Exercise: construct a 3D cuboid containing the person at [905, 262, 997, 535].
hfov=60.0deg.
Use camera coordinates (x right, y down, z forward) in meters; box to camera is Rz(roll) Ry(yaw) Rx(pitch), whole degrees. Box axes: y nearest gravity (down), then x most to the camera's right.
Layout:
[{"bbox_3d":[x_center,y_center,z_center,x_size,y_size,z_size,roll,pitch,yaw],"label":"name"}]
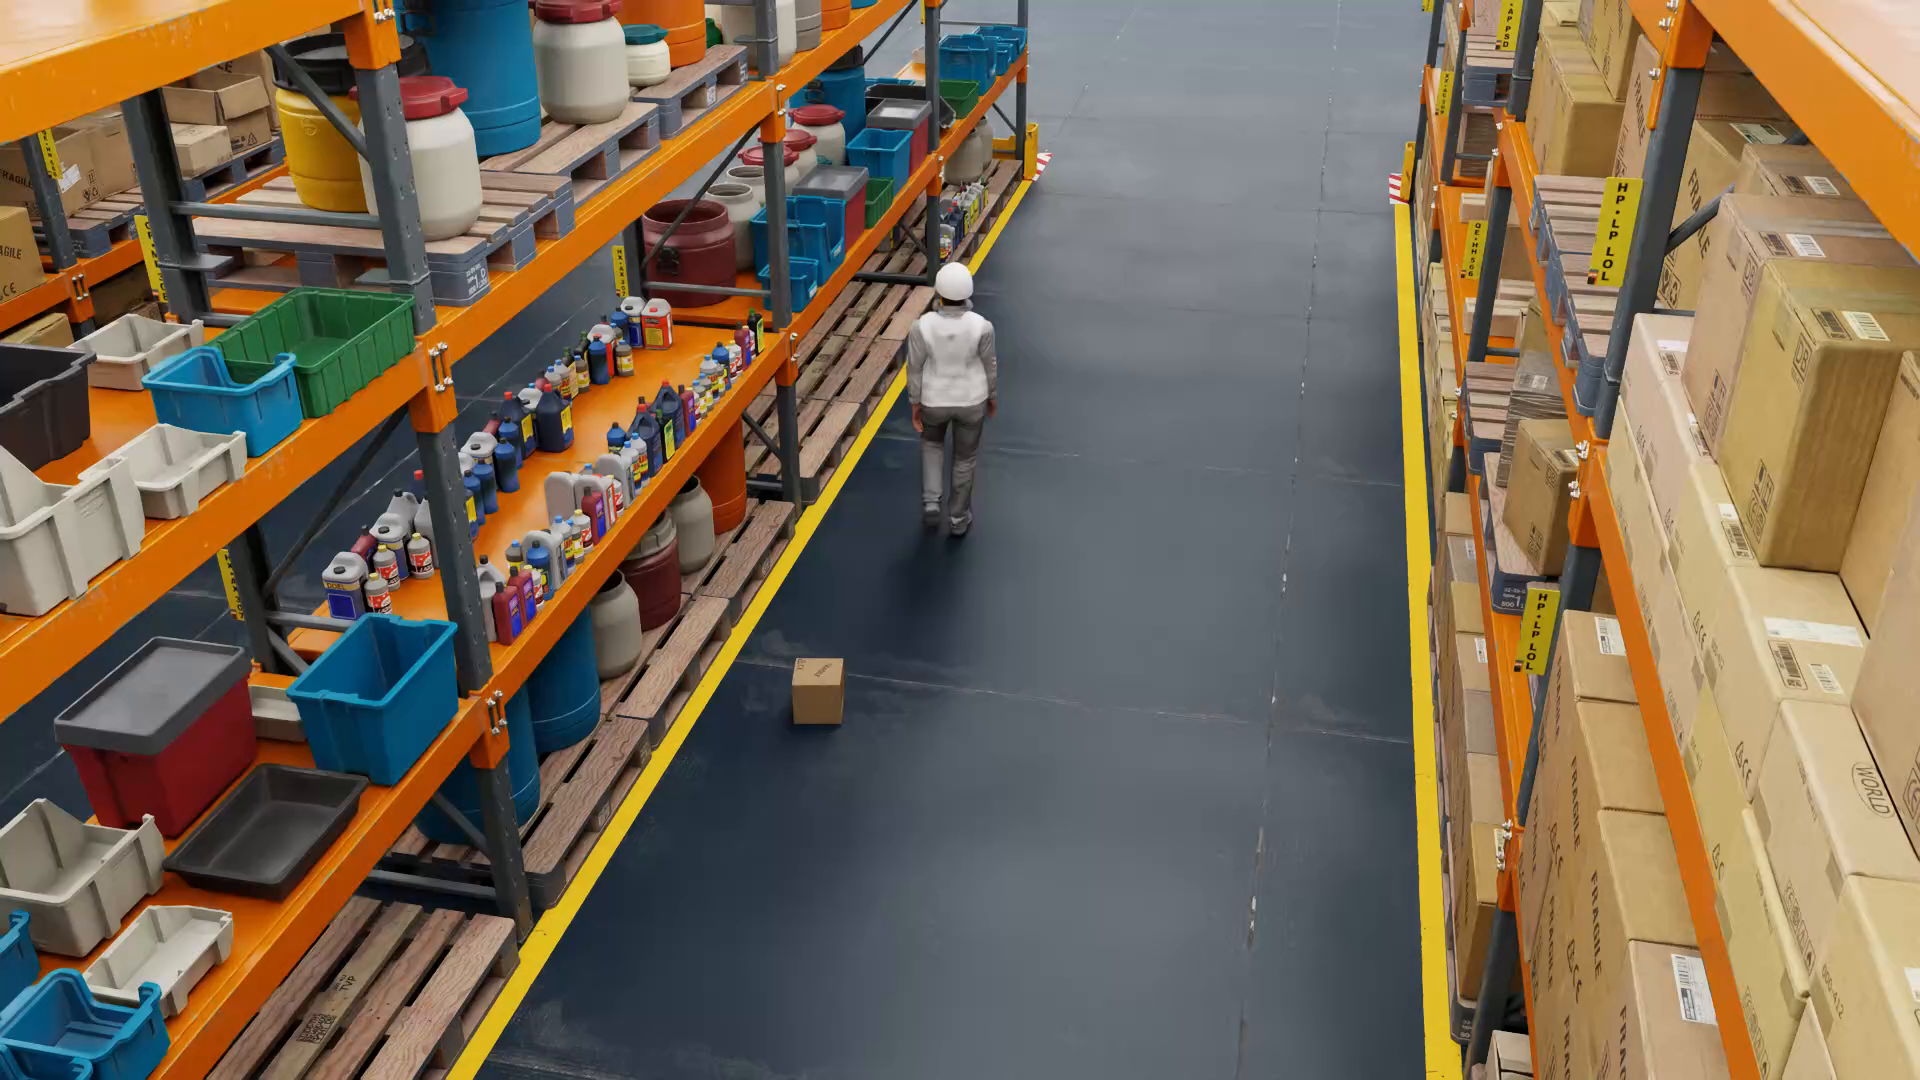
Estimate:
[{"bbox_3d":[-0.044,-0.870,10.168,0.541,1.790,0.467,2,29,4],"label":"person"}]
